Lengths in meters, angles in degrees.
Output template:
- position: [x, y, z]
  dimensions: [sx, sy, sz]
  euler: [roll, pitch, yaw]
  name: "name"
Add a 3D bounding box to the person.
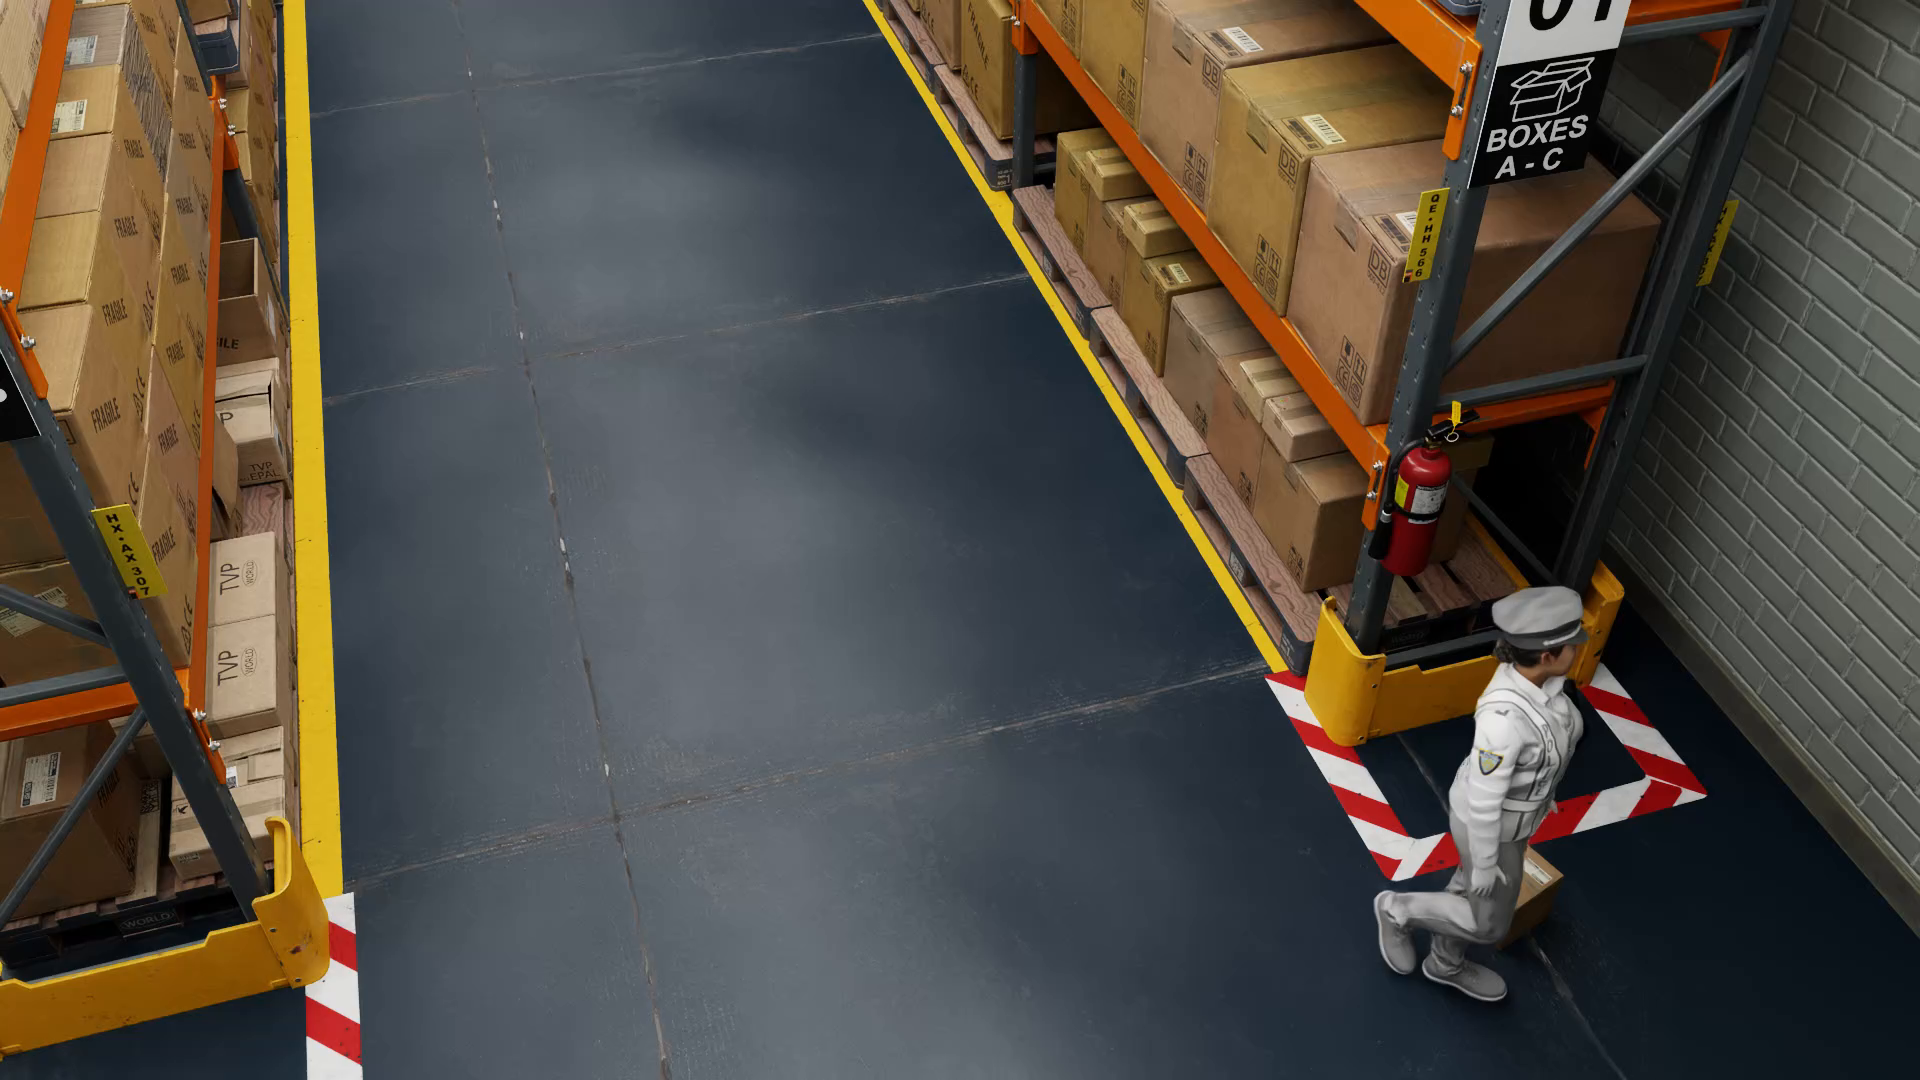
- position: [1.662, 0.836, 5.225]
  dimensions: [0.504, 1.668, 0.542]
  euler: [24, 48, 24]
  name: "person"
